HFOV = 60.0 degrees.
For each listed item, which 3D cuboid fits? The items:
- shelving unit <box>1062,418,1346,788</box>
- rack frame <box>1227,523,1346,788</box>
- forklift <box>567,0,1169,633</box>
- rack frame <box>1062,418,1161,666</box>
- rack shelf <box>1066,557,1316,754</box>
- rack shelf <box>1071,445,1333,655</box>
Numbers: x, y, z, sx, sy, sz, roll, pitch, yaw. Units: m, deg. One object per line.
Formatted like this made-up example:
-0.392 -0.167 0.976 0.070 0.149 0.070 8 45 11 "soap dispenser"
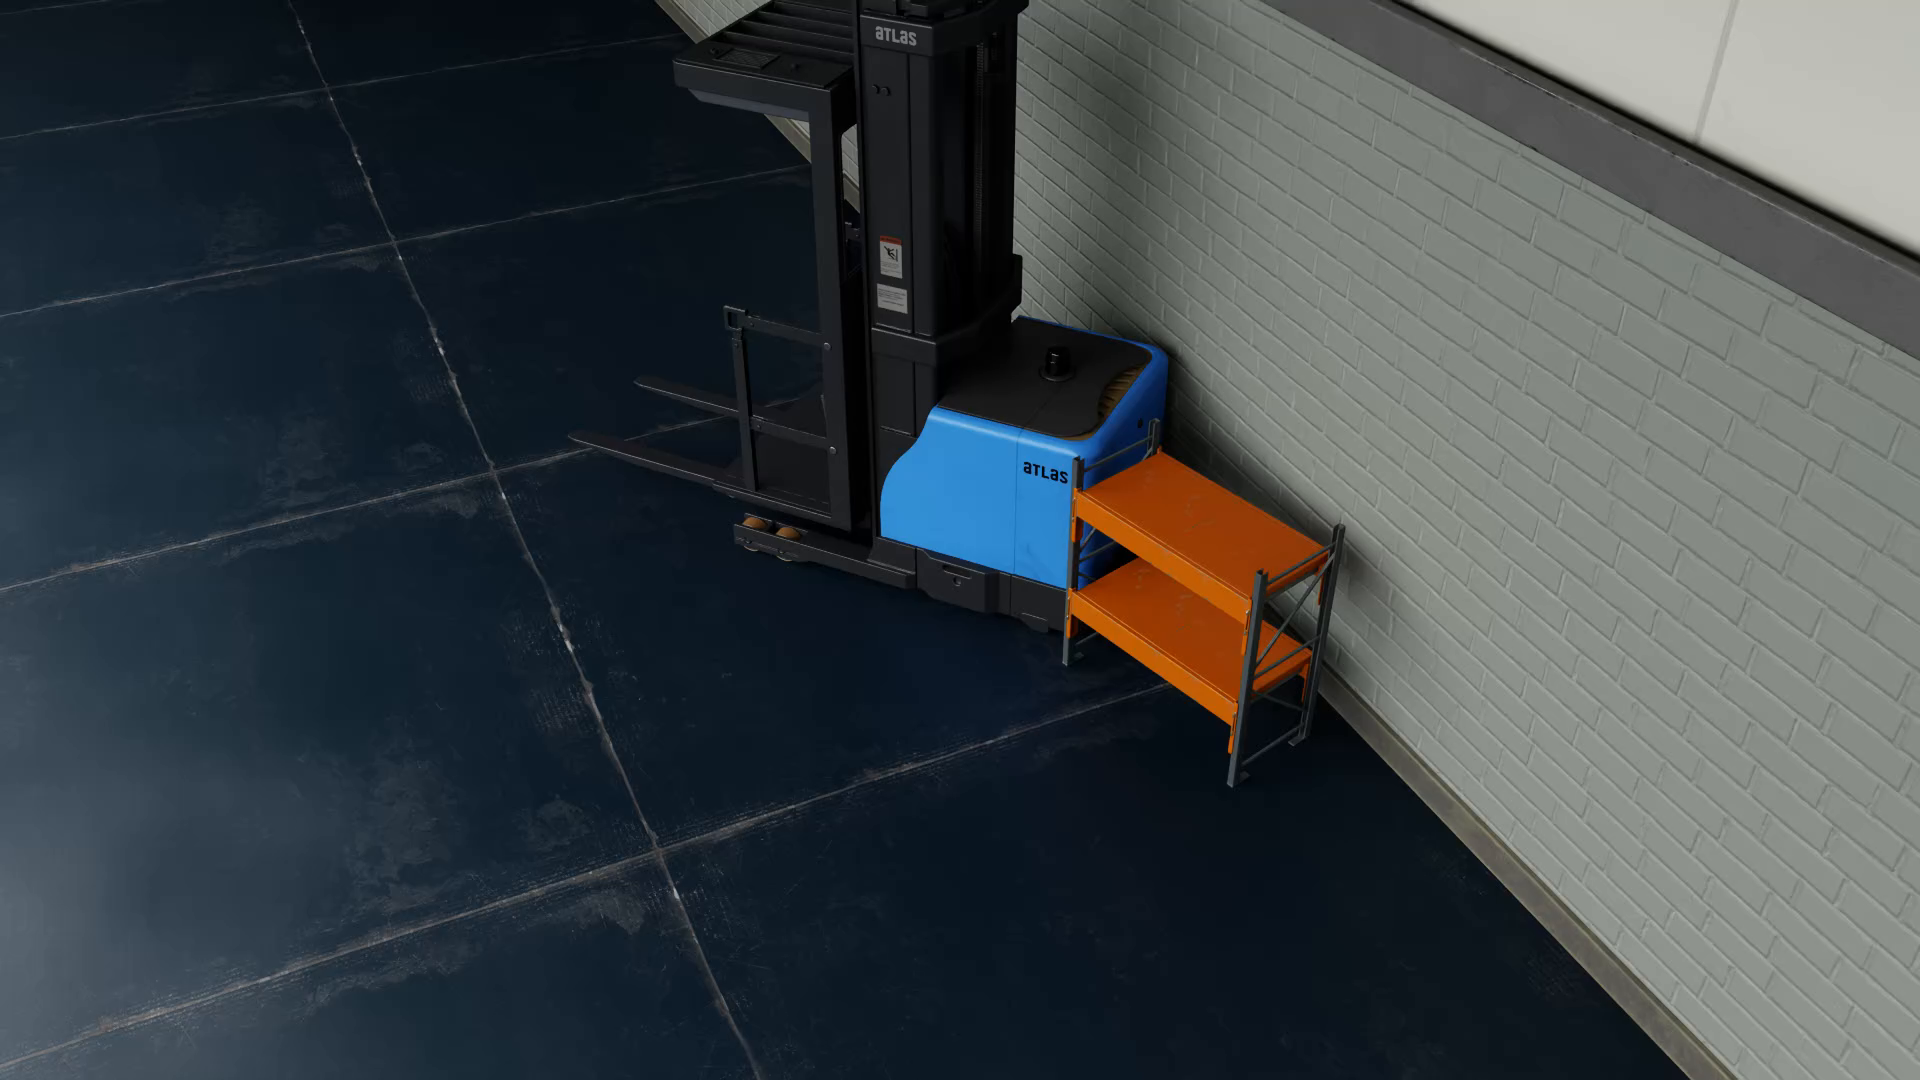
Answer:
0.999 0.255 7.105 0.538 1.125 1.048 -27 44 -31 "shelving unit"
1.326 0.487 6.792 0.500 1.125 0.032 -27 44 -31 "rack frame"
-0.563 -1.338 7.736 3.031 2.935 1.130 16 39 20 "forklift"
0.671 0.024 7.417 0.500 1.125 0.032 -27 44 -31 "rack frame"
0.999 0.452 7.250 0.538 0.278 1.000 -27 44 -31 "rack shelf"
0.999 0.020 6.930 0.538 0.278 1.000 -27 44 -31 "rack shelf"
